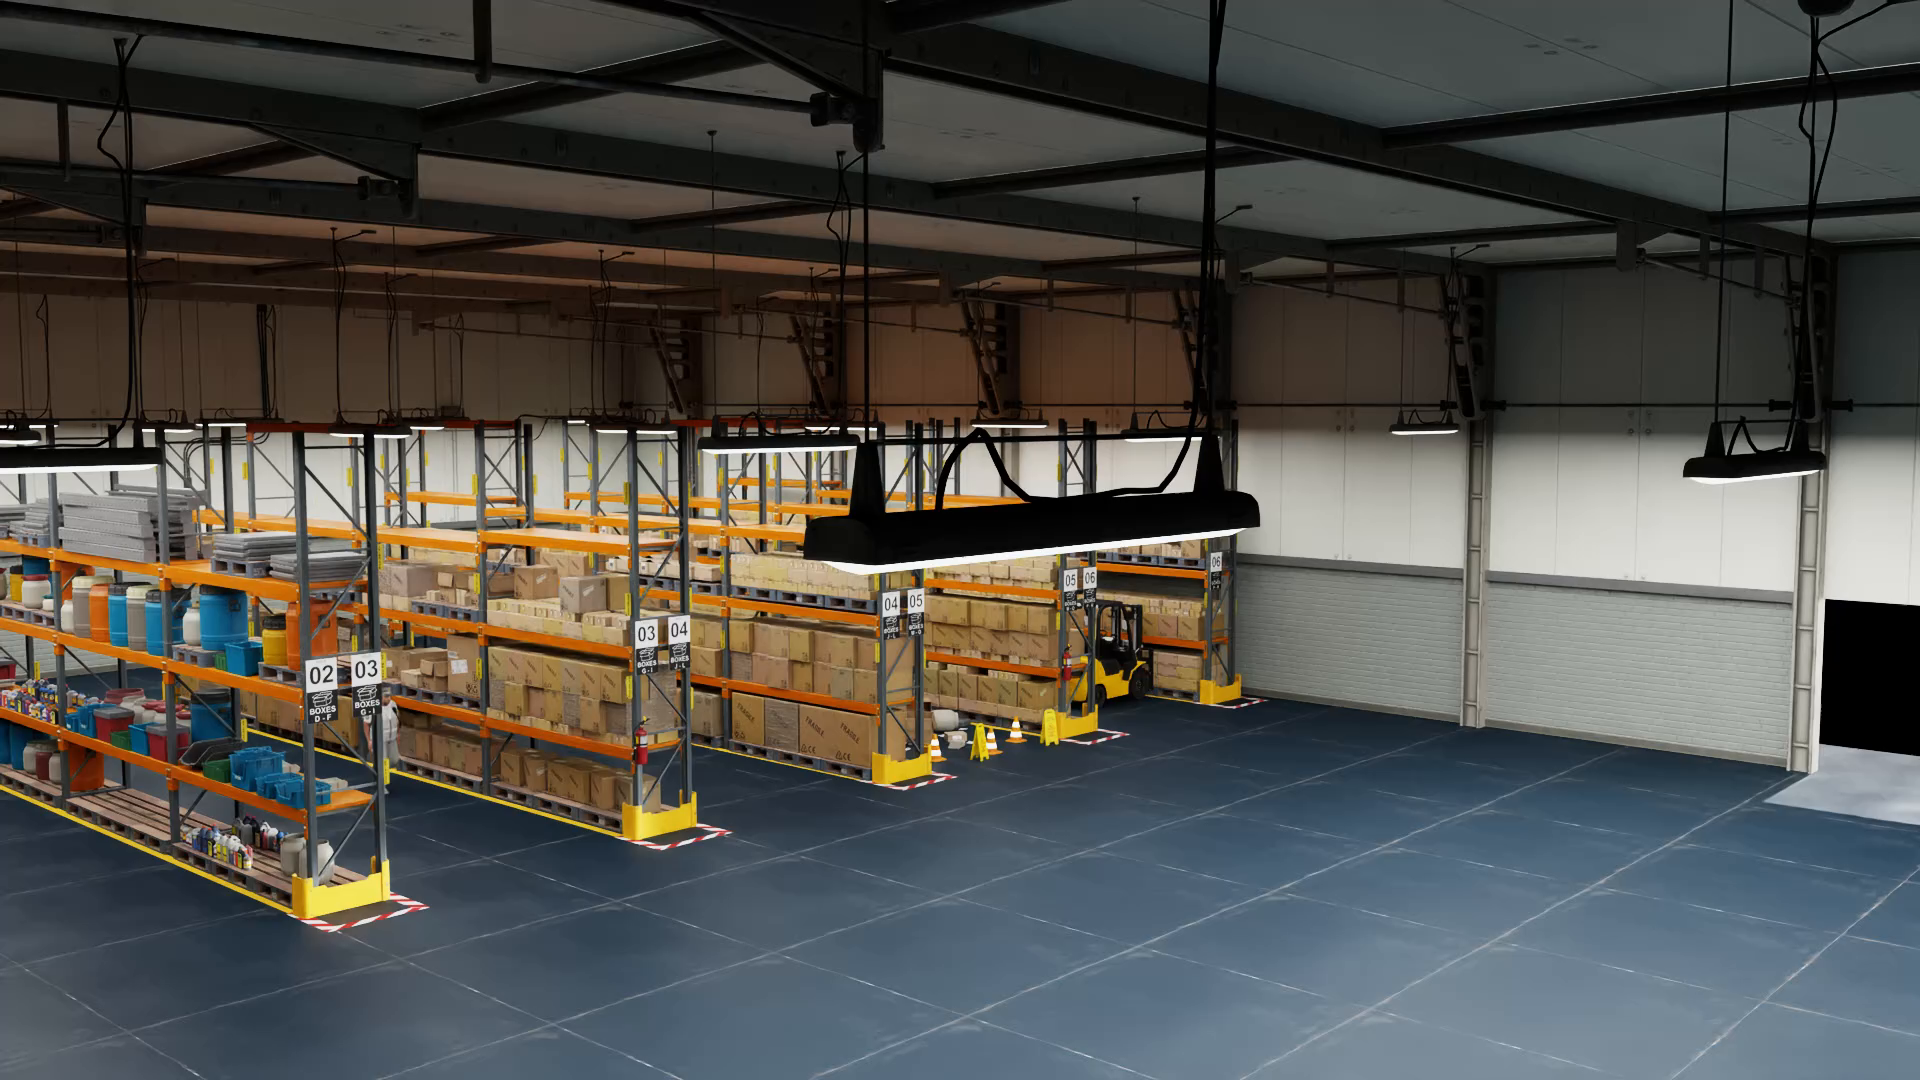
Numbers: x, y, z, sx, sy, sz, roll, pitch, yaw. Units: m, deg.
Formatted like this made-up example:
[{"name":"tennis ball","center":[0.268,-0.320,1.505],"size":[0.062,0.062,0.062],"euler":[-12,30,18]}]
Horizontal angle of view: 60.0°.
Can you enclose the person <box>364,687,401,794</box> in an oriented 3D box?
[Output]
[{"name":"person","center":[-9.491,3.251,27.226],"size":[0.659,1.741,0.624],"euler":[3,6,35]}]
